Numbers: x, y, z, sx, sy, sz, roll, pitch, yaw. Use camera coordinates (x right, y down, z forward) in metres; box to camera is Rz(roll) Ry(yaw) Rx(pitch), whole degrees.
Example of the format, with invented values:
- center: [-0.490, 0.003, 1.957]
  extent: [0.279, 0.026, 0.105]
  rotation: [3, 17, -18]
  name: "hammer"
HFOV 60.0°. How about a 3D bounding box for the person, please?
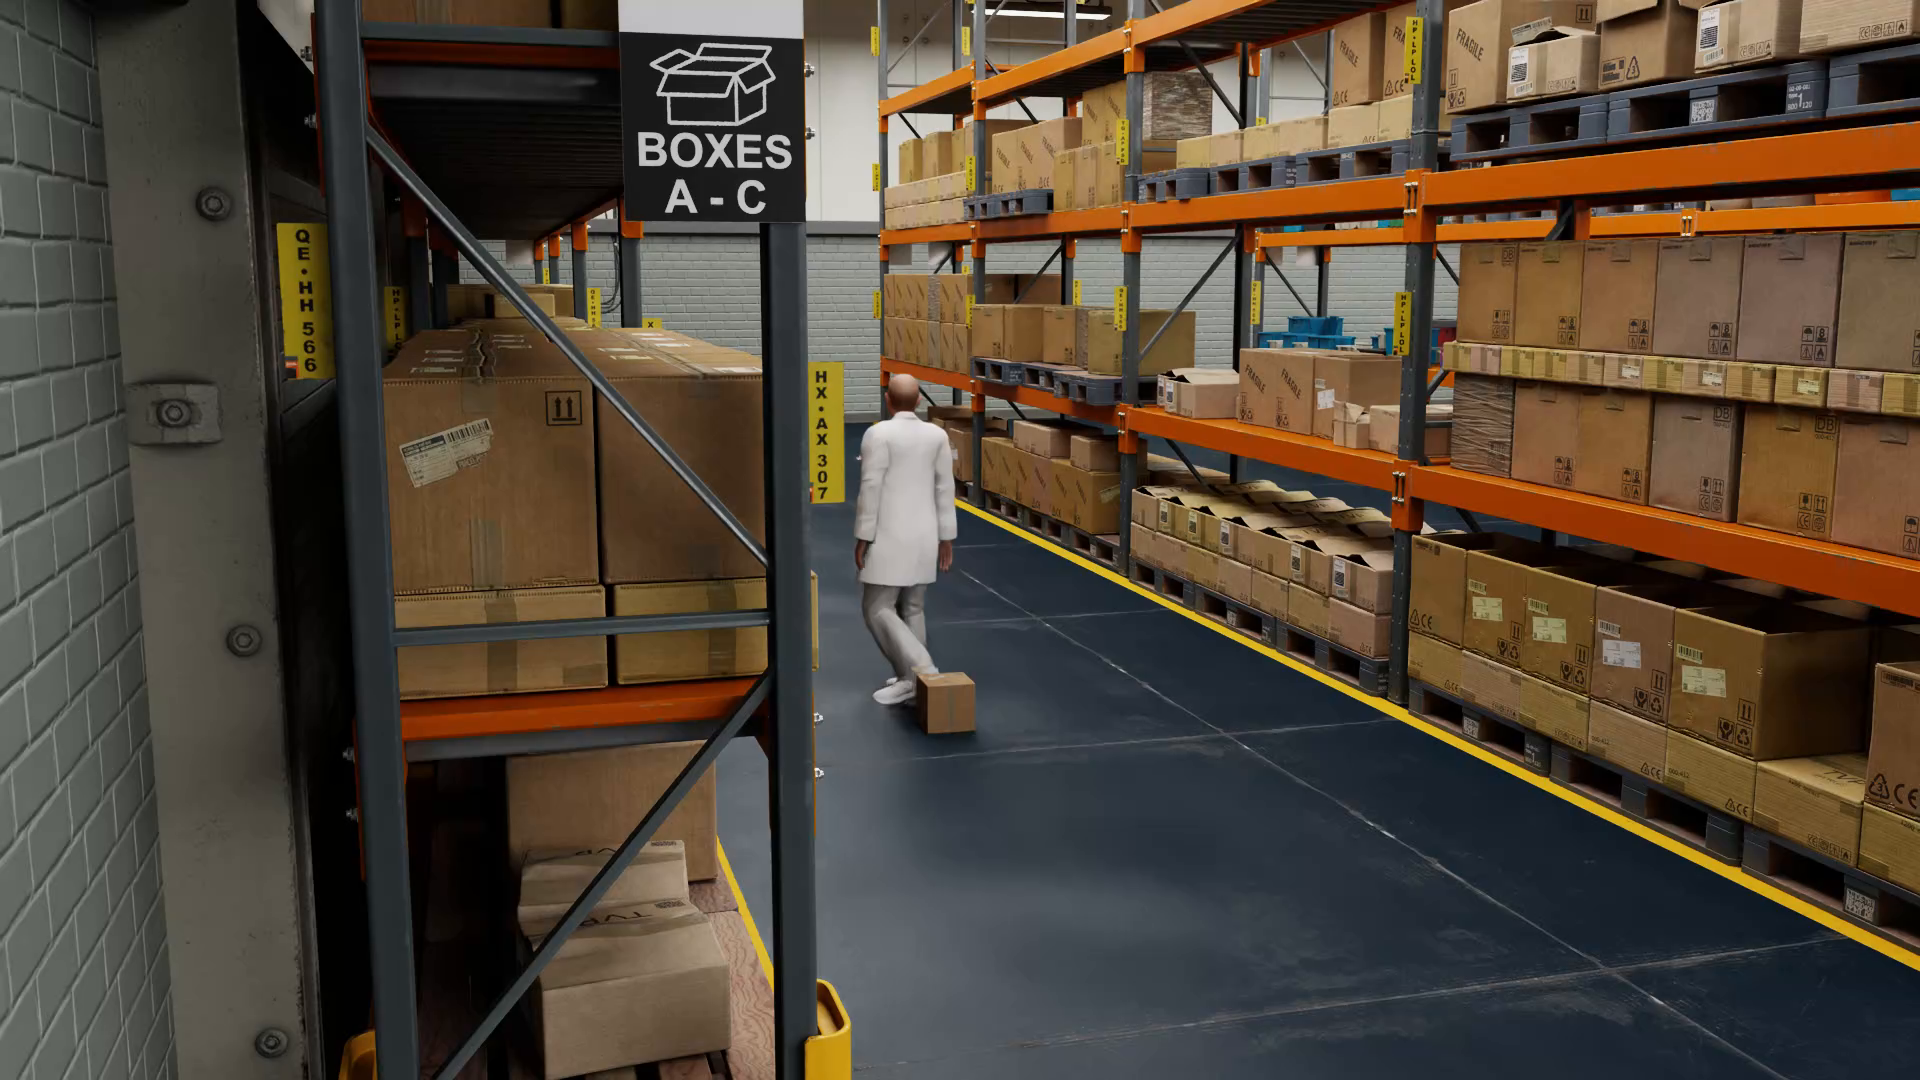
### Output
- center: [-0.258, 0.014, 8.813]
  extent: [0.625, 1.771, 0.622]
  rotation: [-7, 12, -39]
  name: "person"
